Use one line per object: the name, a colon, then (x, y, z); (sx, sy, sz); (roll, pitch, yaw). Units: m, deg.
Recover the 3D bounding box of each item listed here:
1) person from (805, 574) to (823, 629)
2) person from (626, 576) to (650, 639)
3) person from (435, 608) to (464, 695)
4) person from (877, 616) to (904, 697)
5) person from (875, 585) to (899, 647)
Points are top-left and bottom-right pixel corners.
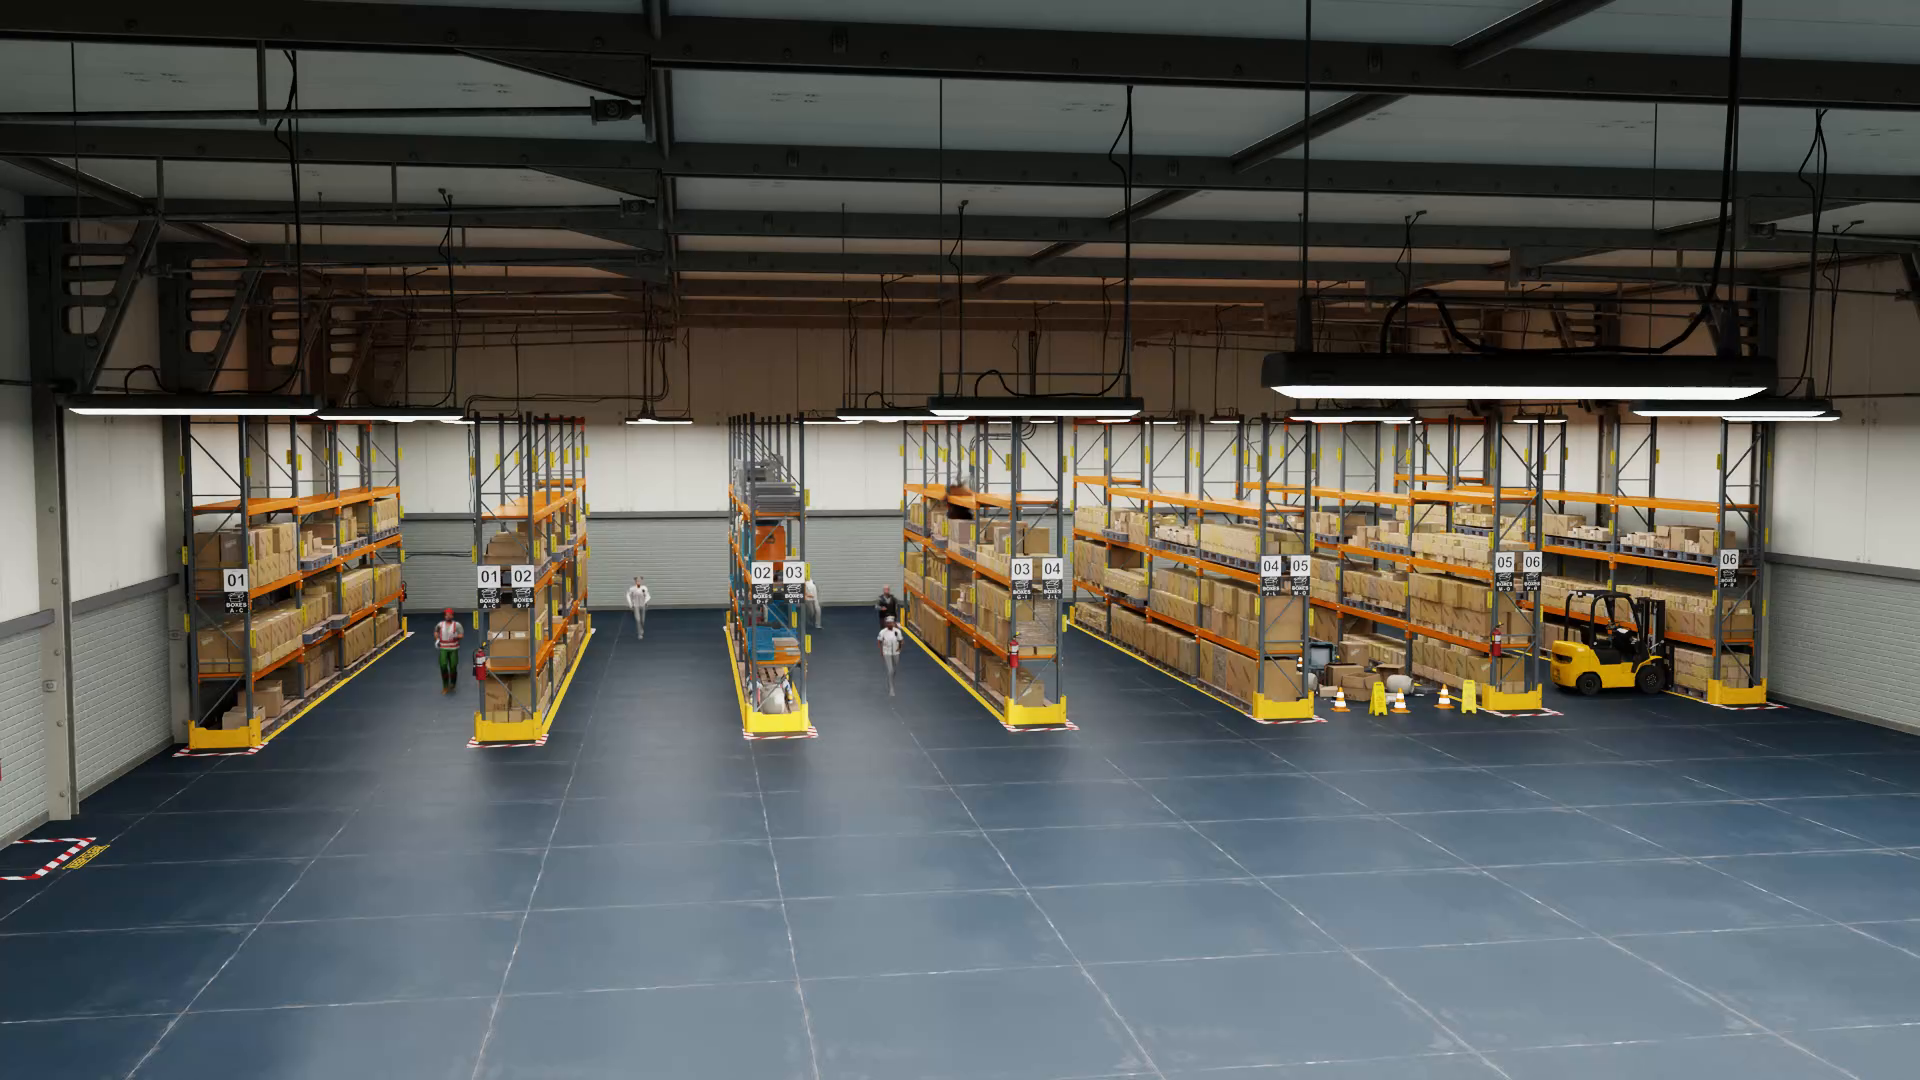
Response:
person: (-4.255, 1.714, 47.107); (0.622, 1.616, 0.764); (-4, 5, -42)
person: (-8.739, 1.821, 45.209); (0.637, 1.688, 0.803); (-1, 4, -20)
person: (-11.003, 2.393, 35.804); (0.630, 1.843, 0.736); (-1, 4, -12)
person: (-1.470, 2.444, 35.447); (0.573, 1.696, 0.838); (-1, 4, -15)
person: (-1.831, 2.066, 41.862); (0.638, 1.707, 0.777); (-1, 4, -8)
